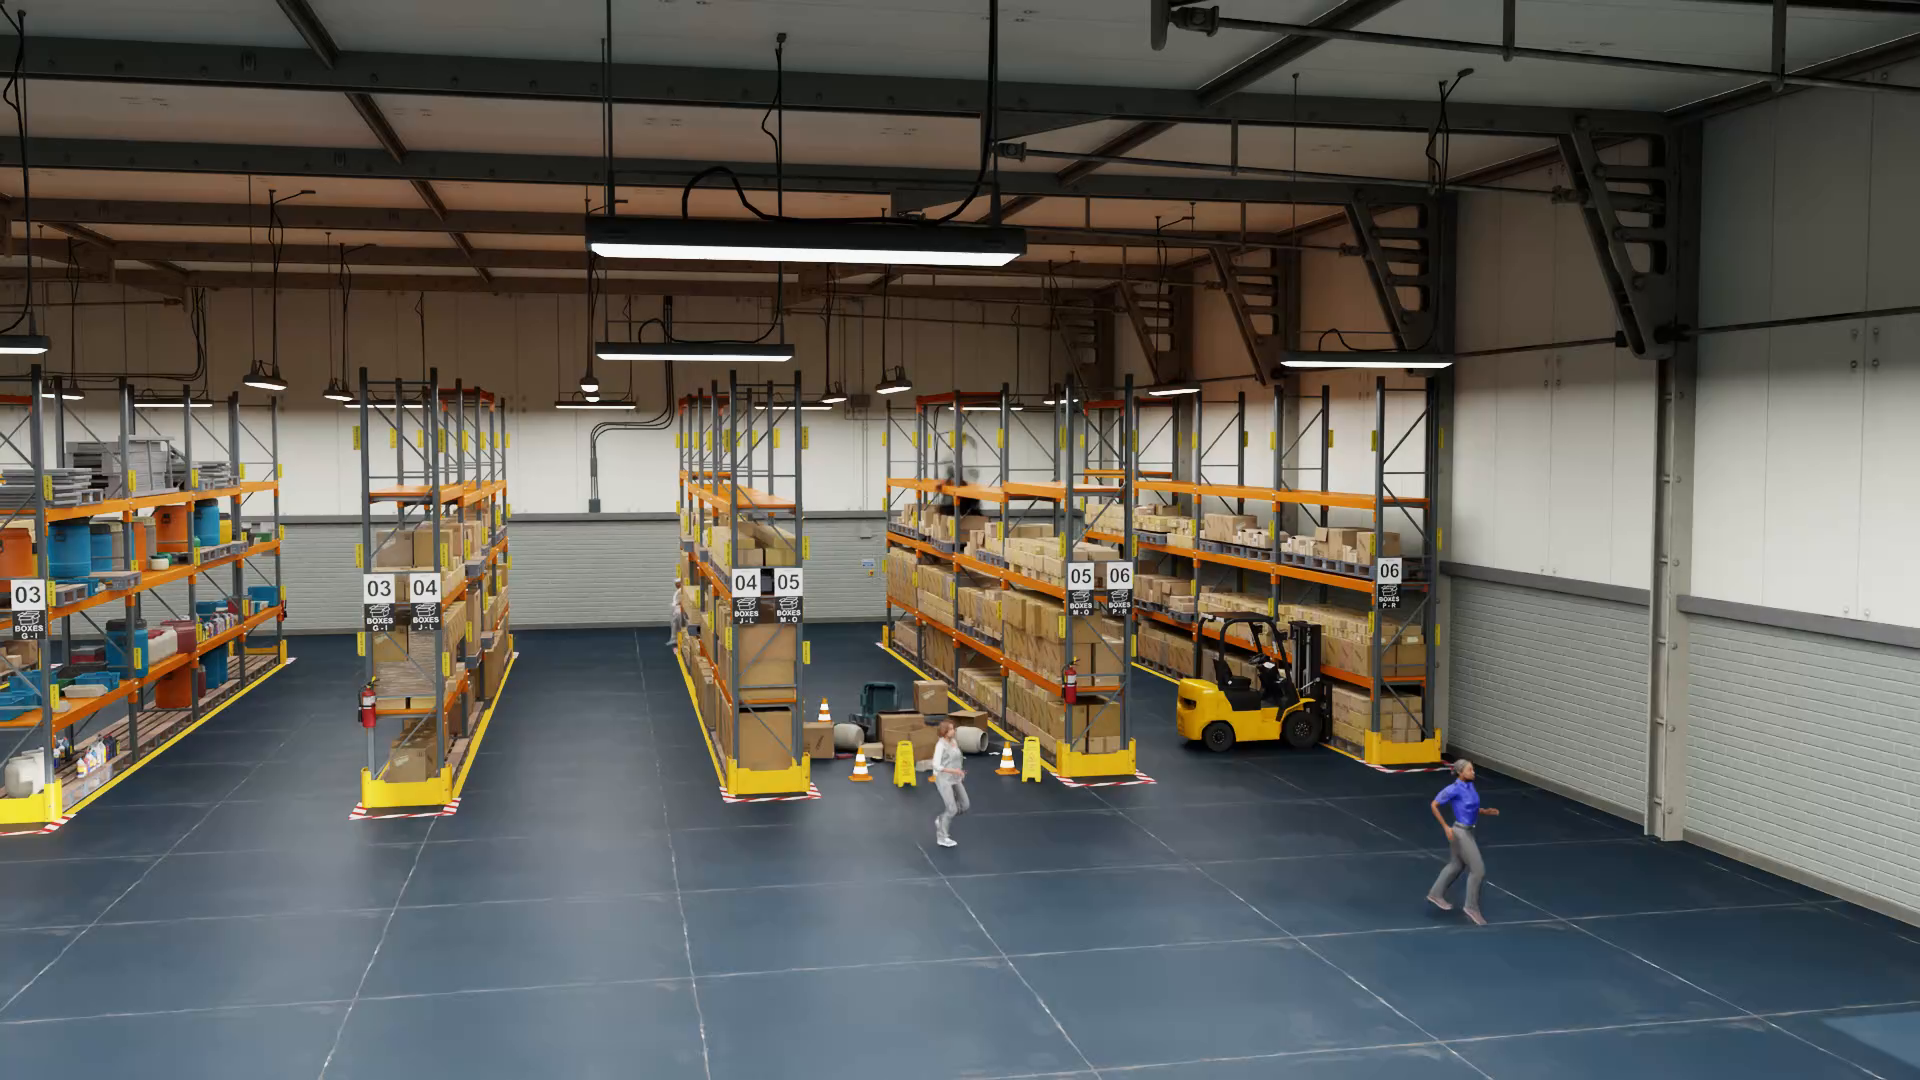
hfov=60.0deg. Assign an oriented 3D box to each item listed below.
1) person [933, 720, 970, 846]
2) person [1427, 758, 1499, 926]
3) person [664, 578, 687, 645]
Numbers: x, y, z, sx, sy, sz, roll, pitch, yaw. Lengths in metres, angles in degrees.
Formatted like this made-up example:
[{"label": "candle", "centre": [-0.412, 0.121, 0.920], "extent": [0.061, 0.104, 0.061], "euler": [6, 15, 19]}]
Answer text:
[{"label": "person", "centre": [-0.105, 2.999, 20.489], "extent": [0.543, 1.555, 0.528], "euler": [2, 4, 33]}, {"label": "person", "centre": [5.254, 3.143, 17.389], "extent": [0.751, 1.721, 0.549], "euler": [2, 4, 34]}, {"label": "person", "centre": [-6.763, 1.738, 40.552], "extent": [0.896, 1.742, 0.740], "euler": [-1, 3, -12]}]
